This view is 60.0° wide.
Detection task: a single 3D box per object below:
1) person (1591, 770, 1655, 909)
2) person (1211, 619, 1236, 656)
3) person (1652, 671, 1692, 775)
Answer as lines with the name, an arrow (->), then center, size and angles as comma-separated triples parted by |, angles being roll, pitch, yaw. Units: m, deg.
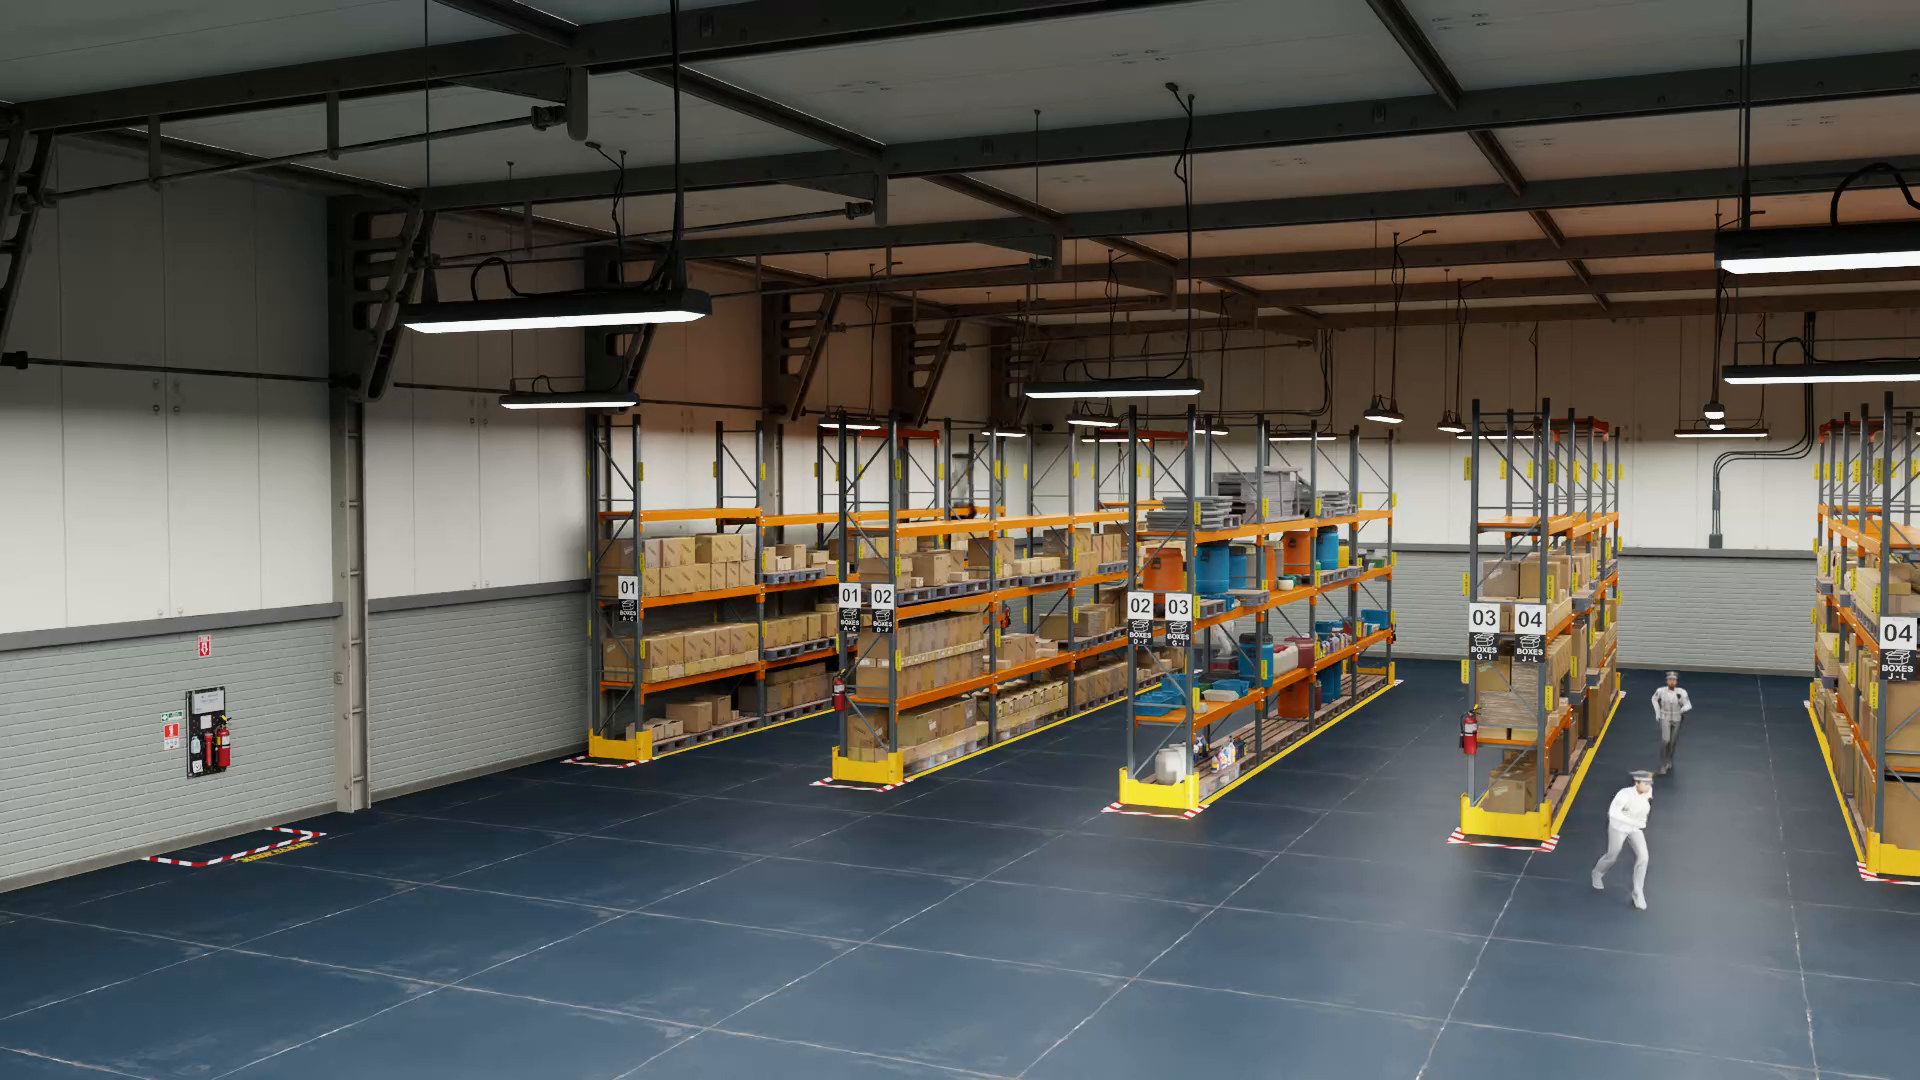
person -> 7.748, 3.438, 19.434 | 0.658, 1.624, 0.961 | -1, 2, -18
person -> 6.588, 2.415, 41.554 | 0.750, 1.823, 0.879 | -2, 3, -38
person -> 11.820, 3.028, 27.612 | 0.588, 1.723, 0.777 | 1, 2, 16
